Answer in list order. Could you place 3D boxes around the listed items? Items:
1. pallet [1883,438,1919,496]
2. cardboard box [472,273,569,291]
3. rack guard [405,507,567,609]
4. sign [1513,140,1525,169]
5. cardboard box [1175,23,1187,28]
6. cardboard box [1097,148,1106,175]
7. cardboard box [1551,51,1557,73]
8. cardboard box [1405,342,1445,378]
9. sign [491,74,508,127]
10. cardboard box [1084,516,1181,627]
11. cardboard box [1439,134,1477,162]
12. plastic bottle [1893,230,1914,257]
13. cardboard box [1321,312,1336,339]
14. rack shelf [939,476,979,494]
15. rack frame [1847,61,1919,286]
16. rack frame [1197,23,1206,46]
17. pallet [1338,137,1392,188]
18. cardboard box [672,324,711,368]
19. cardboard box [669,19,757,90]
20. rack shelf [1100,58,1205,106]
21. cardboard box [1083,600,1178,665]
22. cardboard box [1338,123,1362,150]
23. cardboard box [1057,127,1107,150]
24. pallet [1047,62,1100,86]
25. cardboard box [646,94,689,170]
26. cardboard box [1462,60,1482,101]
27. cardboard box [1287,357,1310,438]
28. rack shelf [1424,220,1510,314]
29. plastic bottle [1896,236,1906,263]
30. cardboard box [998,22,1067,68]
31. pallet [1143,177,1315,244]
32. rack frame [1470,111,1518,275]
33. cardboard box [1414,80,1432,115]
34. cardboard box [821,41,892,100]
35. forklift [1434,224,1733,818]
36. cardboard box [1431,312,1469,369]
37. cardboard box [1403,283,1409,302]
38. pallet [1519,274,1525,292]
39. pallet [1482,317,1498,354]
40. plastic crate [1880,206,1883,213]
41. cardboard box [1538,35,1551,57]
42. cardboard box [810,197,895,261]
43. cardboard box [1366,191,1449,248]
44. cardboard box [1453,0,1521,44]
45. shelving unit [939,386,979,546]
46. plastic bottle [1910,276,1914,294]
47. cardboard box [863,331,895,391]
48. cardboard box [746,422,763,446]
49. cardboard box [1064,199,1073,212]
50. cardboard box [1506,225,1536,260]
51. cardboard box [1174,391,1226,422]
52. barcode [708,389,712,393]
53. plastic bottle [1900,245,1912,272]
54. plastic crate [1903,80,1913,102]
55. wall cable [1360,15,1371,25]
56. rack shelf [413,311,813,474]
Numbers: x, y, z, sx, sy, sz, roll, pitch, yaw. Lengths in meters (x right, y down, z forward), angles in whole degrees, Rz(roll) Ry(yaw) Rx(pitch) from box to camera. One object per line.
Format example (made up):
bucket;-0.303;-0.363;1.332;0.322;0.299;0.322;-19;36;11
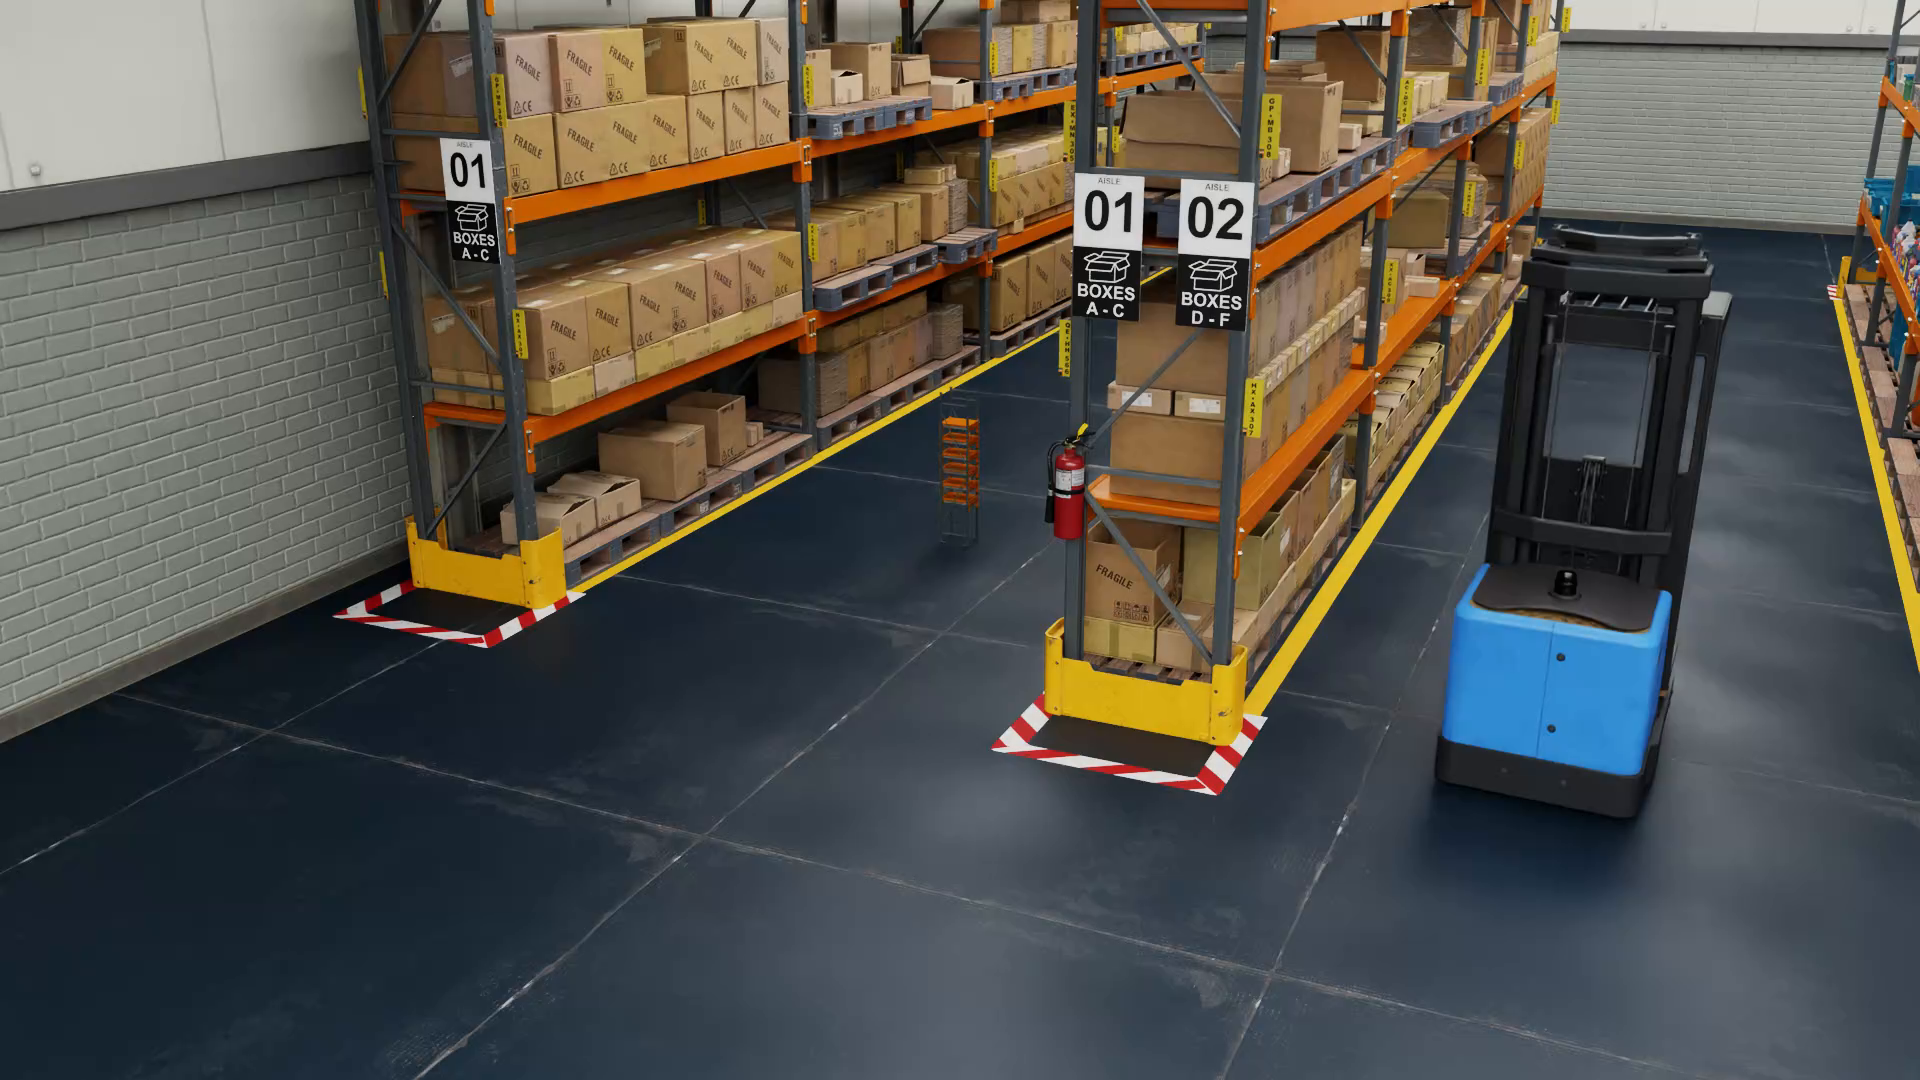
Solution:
pallet;8.543;-0.574;14.268;1.003;0.211;1.213;9;21;23
cardboard box;-3.204;-1.651;12.210;0.500;0.500;0.500;9;21;23
rack guard;-3.387;0.121;11.882;1.175;0.500;0.348;9;21;23
sign;6.524;-4.493;19.399;0.100;0.325;0.005;9;21;23
cardboard box;2.868;-7.453;23.300;0.500;0.500;0.500;9;22;24
cardboard box;1.536;-4.723;21.148;0.500;0.500;0.500;8;21;22
cardboard box;7.684;-6.395;22.222;0.500;0.250;0.500;9;21;23
cardboard box;4.388;-1.773;16.117;0.500;0.311;0.500;9;22;24
sign;-2.924;-2.784;10.539;0.100;0.325;0.005;9;21;23
cardboard box;1.050;0.185;10.330;0.500;0.500;0.500;9;21;23
cardboard box;5.987;-4.731;20.155;0.500;0.500;0.500;9;21;23
plastic bottle;9.847;-3.083;17.345;0.152;0.276;0.135;9;21;23
cardboard box;2.406;-1.507;11.612;0.380;0.149;0.250;8;21;22
rack shelf;-0.006;-0.406;12.810;0.258;0.103;0.180;9;21;23
rack frame;12.172;-4.565;21.328;1.000;3.000;0.127;9;21;23
rack frame;3.133;-8.751;24.145;1.000;3.000;0.127;9;21;23
pallet;2.415;-2.685;11.697;1.003;0.211;1.213;9;21;23
cardboard box;-2.306;-1.547;13.037;0.500;0.250;0.500;9;21;23
cardboard box;-1.954;-3.837;13.132;0.500;0.500;0.500;10;22;26
rack shelf;2.314;-6.387;23.049;1.077;0.370;4.000;9;21;23
cardboard box;1.052;0.539;10.455;0.500;0.250;0.500;9;21;23
cardboard box;2.496;-2.730;11.231;0.380;0.149;0.250;9;21;23
cardboard box;1.537;-5.074;21.017;0.500;0.250;0.500;9;22;24
pallet;1.165;-5.738;20.435;0.805;0.209;1.217;8;21;21
cardboard box;-2.392;-3.056;12.430;0.500;0.500;0.500;10;22;26
cardboard box;4.735;-4.554;16.673;0.910;0.500;0.500;9;21;23
cardboard box;1.937;-1.016;11.201;0.700;0.500;0.500;9;22;24
rack shelf;5.197;-3.073;18.206;1.077;0.370;4.000;9;21;23
plastic bottle;9.631;-2.962;16.996;0.061;0.283;0.133;9;21;23
cardboard box;0.866;-5.936;19.902;0.700;0.500;0.500;8;21;22
pallet;1.415;-1.939;9.599;1.003;0.211;1.213;9;21;23
rack frame;6.016;-4.023;19.804;1.000;3.000;0.127;9;21;23
cardboard box;3.801;-3.858;14.462;0.500;0.250;0.500;8;21;22
cardboard box;-0.979;-4.447;15.745;0.500;0.500;0.500;8;21;21
forklift;3.719;-0.383;9.671;1.130;2.935;3.031;10;22;25
cardboard box;5.035;-2.090;17.444;0.500;0.500;0.500;8;21;21
cardboard box;3.907;-2.284;15.290;0.380;0.149;0.250;10;22;27
pallet;7.297;-3.665;22.959;1.003;0.211;1.213;9;21;23
pallet;5.718;-2.455;19.558;1.003;0.211;1.213;9;21;23
plastic crate;10.972;-3.820;19.537;0.293;0.136;0.466;9;21;23
cardboard box;7.264;-6.327;21.283;0.500;0.250;0.500;9;21;23
cardboard box;-1.065;-3.037;16.225;0.700;0.500;0.500;12;23;30
cardboard box;4.533;-3.253;16.864;0.700;0.500;0.500;2;20;4
cardboard box;6.180;-6.108;19.550;0.700;0.500;0.500;9;21;23
shelving unit;-0.006;-0.561;12.755;0.258;1.200;0.189;9;21;23
plastic bottle;8.950;-2.401;15.539;0.097;0.201;0.097;0;20;0
cardboard box;-1.083;-1.828;16.707;0.700;0.500;0.500;9;21;23
cardboard box;-1.972;-0.961;14.765;0.380;0.166;0.250;6;20;16
cardboard box;1.171;-4.143;20.486;0.380;0.149;0.250;9;21;23
cardboard box;7.656;-4.075;23.025;0.500;0.500;0.500;9;21;23
cardboard box;1.459;-0.798;9.618;0.380;0.149;0.250;8;21;22
barcode;-2.221;-1.304;14.756;0.001;0.075;0.075;9;21;23
plastic bottle;9.450;-2.807;16.576;0.097;0.271;0.097;0;20;0
plastic crate;10.431;-4.827;17.904;0.450;0.188;0.662;9;21;23
wall cable;5.775;-8.968;29.390;3.097;2.526;0.112;9;21;23
rack shelf;-2.600;-1.306;13.237;1.077;0.370;4.000;9;21;23
